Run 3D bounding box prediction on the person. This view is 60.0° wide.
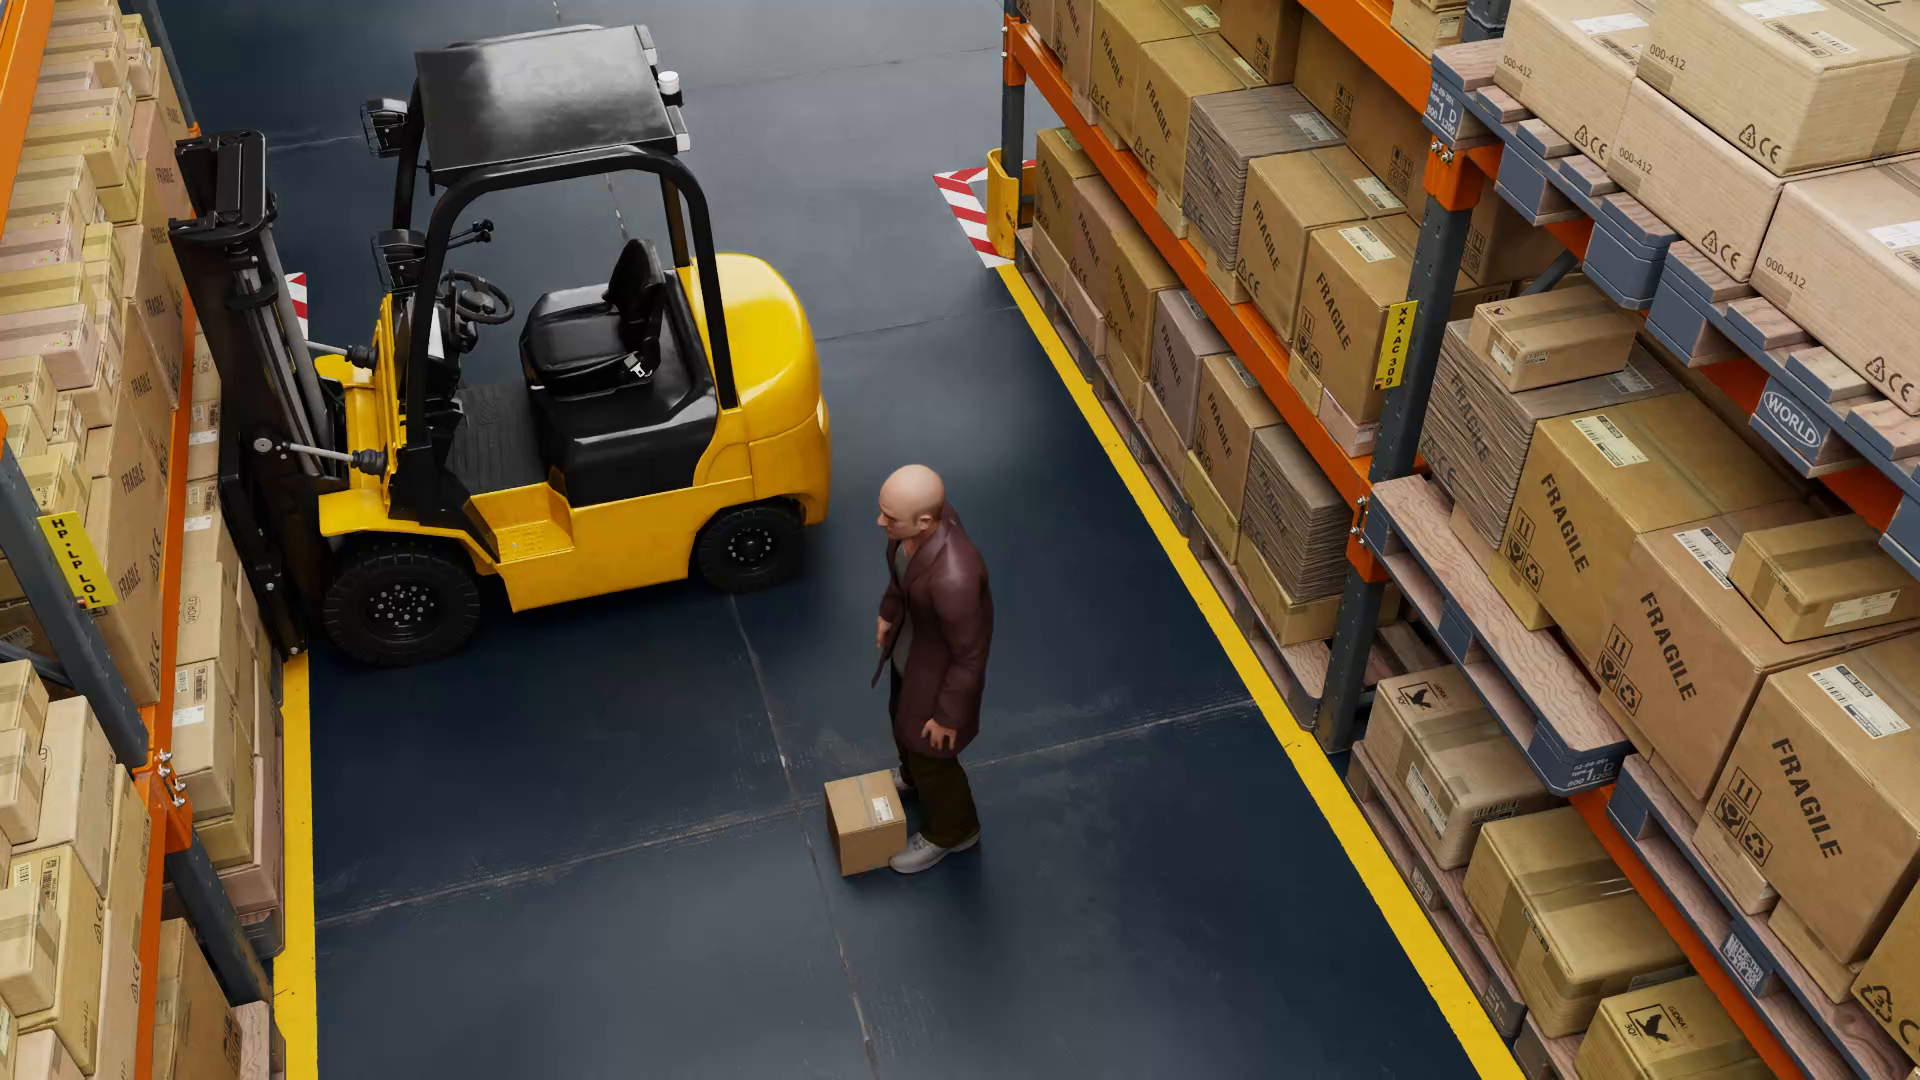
[{"bbox_3d":[-0.109,0.429,5.689,0.418,1.774,0.656,-14,43,-15],"label":"person"}]
